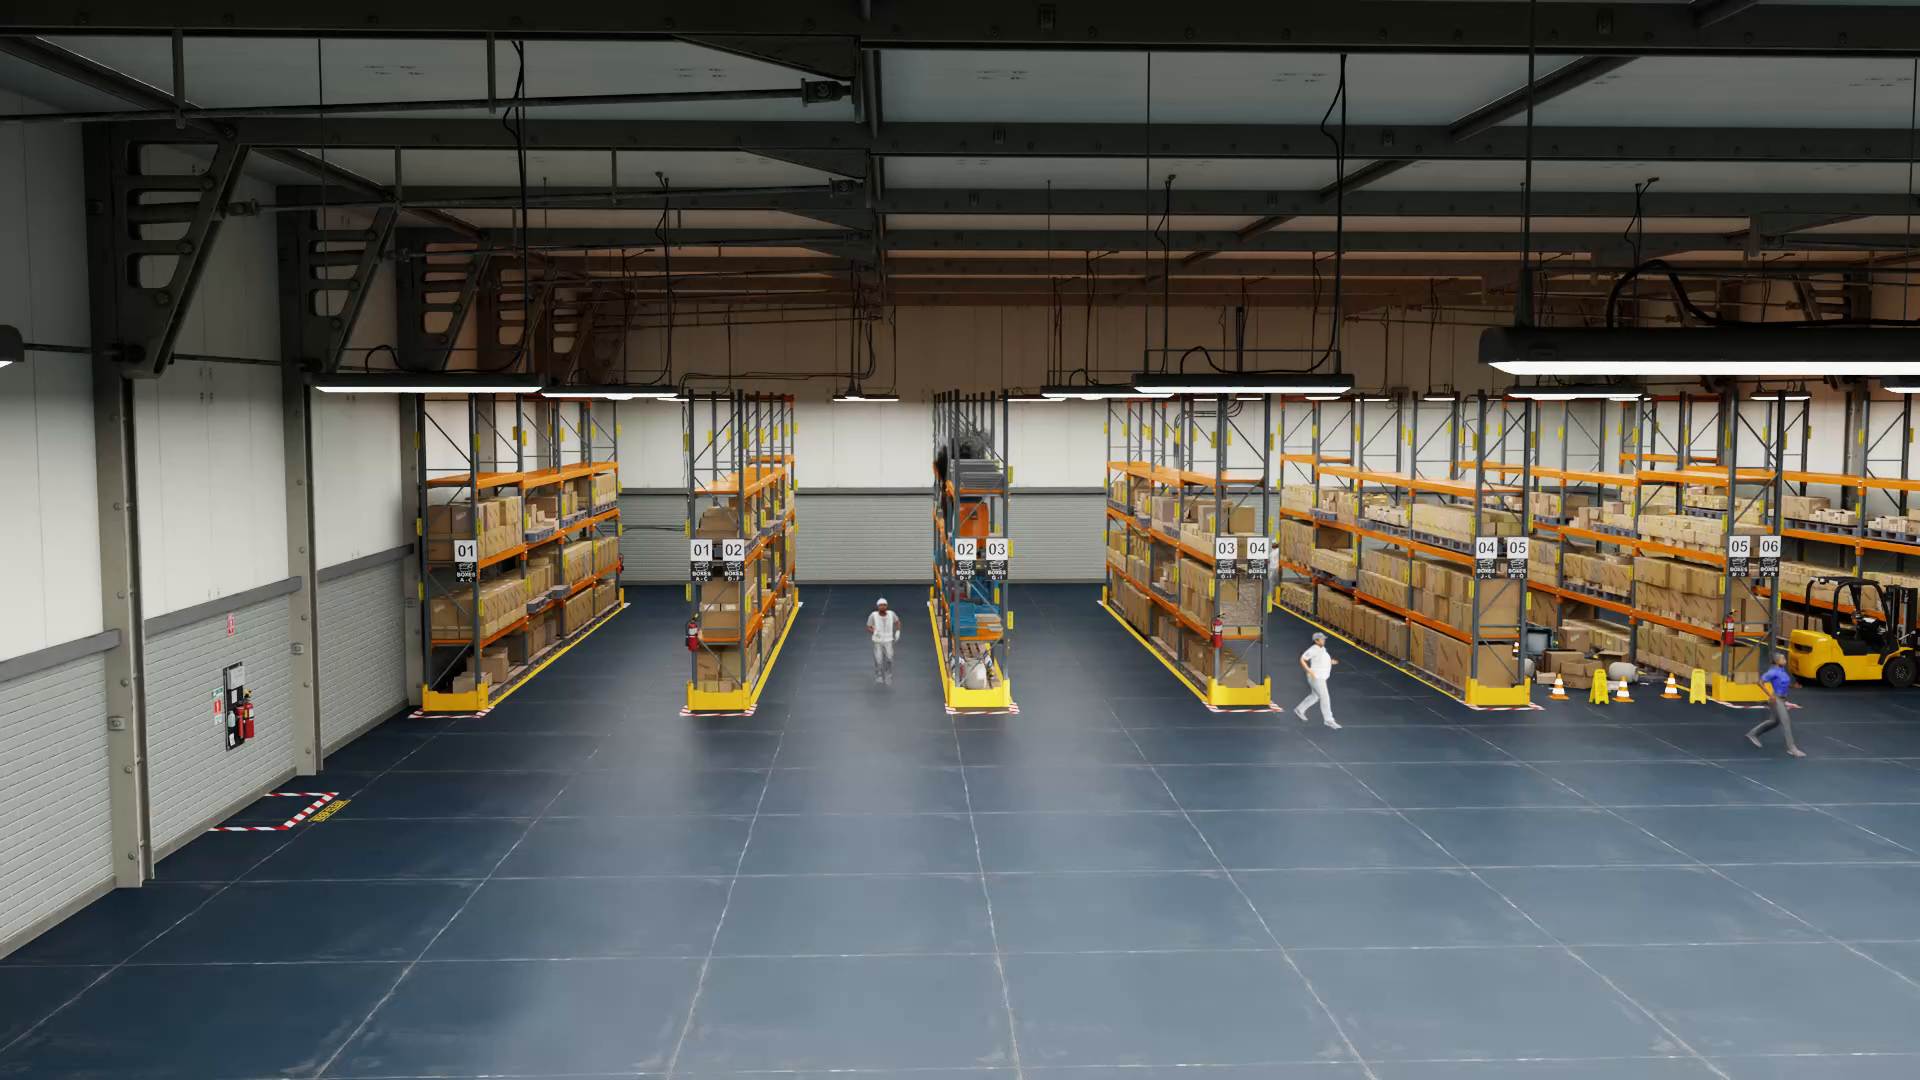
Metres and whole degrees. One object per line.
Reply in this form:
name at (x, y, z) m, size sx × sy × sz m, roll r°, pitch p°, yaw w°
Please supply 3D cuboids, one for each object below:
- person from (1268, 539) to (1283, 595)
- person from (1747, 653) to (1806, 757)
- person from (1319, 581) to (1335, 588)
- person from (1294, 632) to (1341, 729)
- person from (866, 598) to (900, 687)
person at (9.336, 0.855, 48.999) m, size 0.905 × 1.786 × 0.765 m, roll -1°, pitch 5°, yaw -9°
person at (13.360, 2.711, 27.170) m, size 0.921 × 1.542 × 0.574 m, roll 4°, pitch 6°, yaw 40°
person at (10.664, 0.990, 48.579) m, size 0.598 × 1.544 × 0.758 m, roll -4°, pitch 6°, yaw -38°
person at (6.369, 2.466, 29.520) m, size 0.899 × 1.666 × 0.600 m, roll 3°, pitch 5°, yaw 31°
person at (-1.534, 2.074, 33.584) m, size 0.708 × 1.795 × 0.687 m, roll -1°, pitch 5°, yaw -10°
